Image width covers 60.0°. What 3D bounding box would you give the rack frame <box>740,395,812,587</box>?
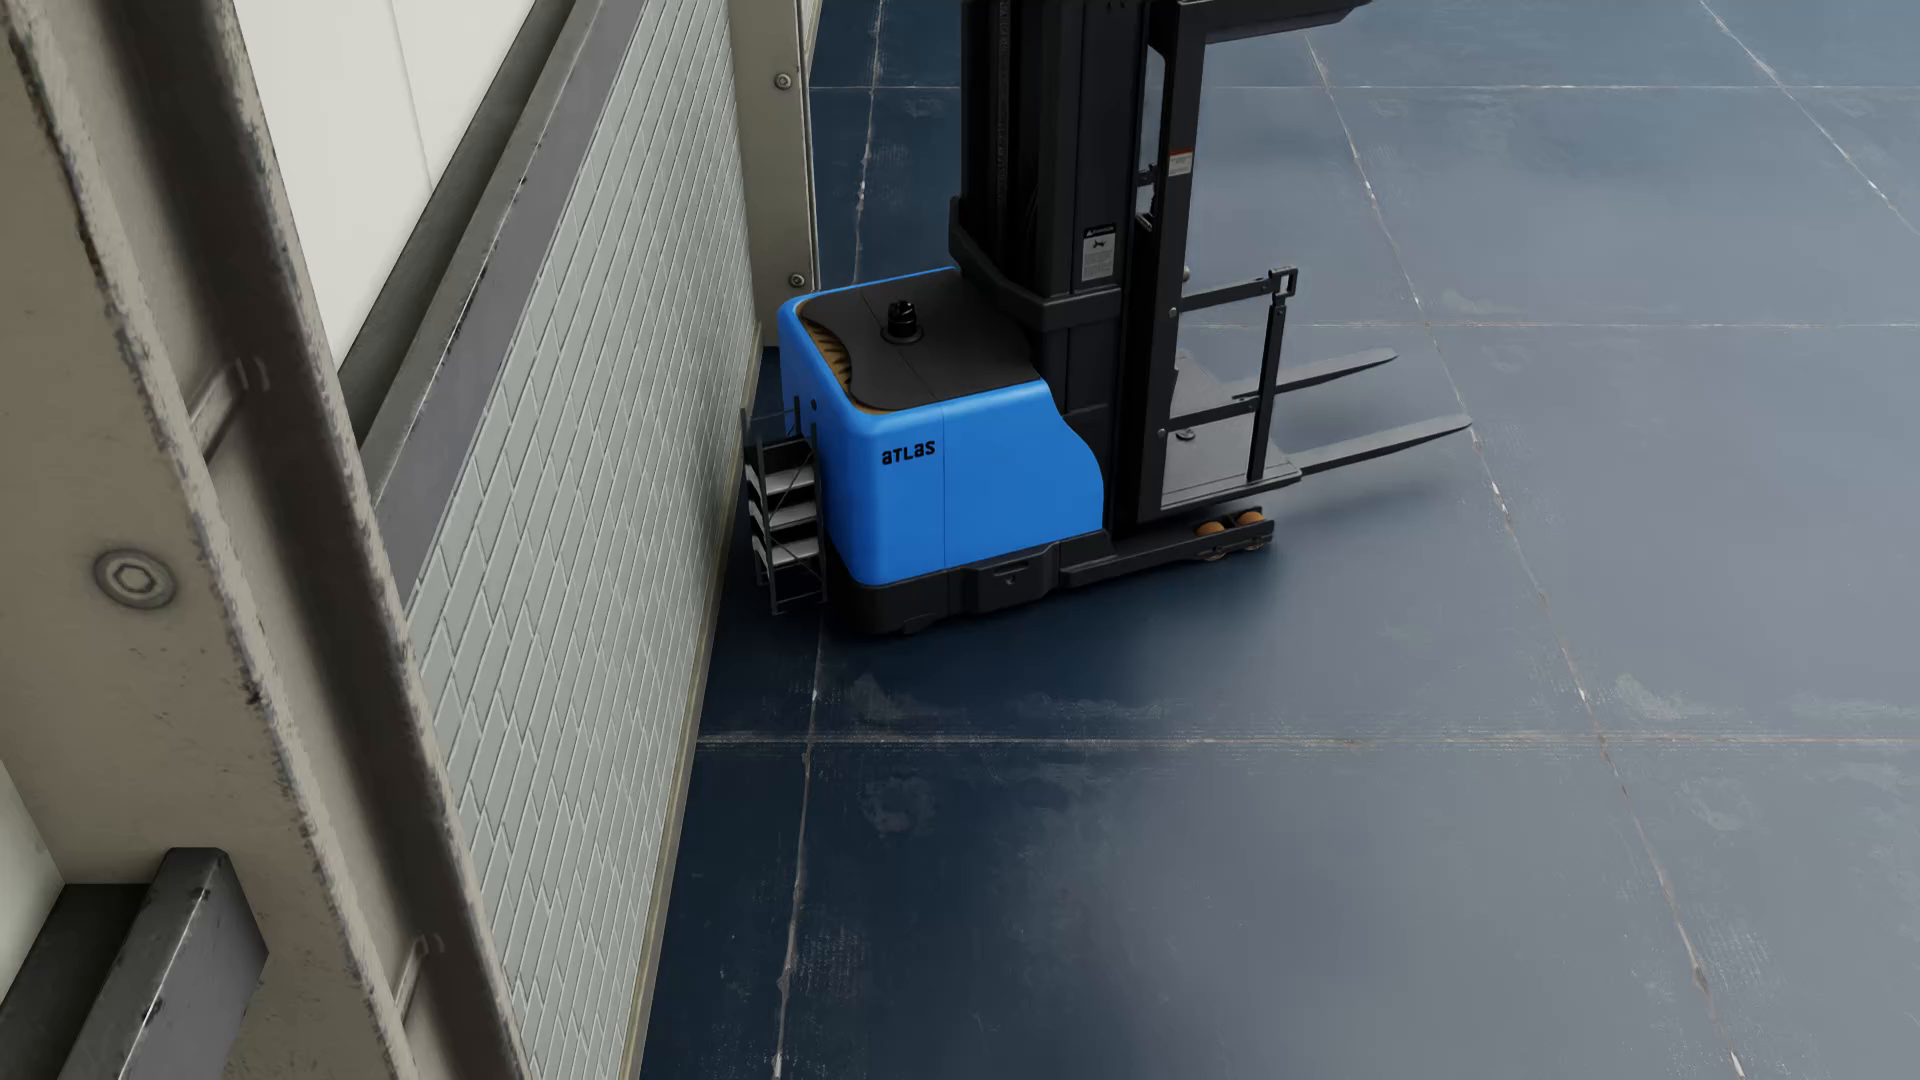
[{"bbox_3d":[-0.743,-0.186,6.762,0.240,0.900,0.006,-15,41,-18],"label":"rack frame"}]

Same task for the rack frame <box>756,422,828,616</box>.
[{"bbox_3d":[-0.663,-0.069,6.616,0.240,0.900,0.006,-15,41,-18],"label":"rack frame"}]

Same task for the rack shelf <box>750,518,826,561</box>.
[{"bbox_3d":[-0.703,-0.031,6.766,0.258,0.077,0.200,-15,41,-18],"label":"rack shelf"}]

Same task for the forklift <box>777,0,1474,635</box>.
[{"bbox_3d":[0.811,-1.347,6.587,3.031,2.935,1.130,-14,41,-17],"label":"forklift"}]

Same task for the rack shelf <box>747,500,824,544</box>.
[{"bbox_3d":[-0.703,-0.101,6.710,0.258,0.077,0.200,-15,41,-18],"label":"rack shelf"}]

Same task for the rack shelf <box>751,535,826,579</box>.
[{"bbox_3d":[-0.703,0.039,6.823,0.258,0.077,0.200,-15,41,-18],"label":"rack shelf"}]

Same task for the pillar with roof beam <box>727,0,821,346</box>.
[{"bbox_3d":[3.419,-4.628,5.830,9.100,9.000,0.400,0,39,0],"label":"pillar with roof beam"}]

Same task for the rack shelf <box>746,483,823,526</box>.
[{"bbox_3d":[-0.703,-0.172,6.654,0.258,0.077,0.200,-15,41,-18],"label":"rack shelf"}]

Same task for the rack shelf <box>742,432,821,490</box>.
[{"bbox_3d":[-0.703,-0.312,6.541,0.258,0.077,0.200,-15,41,-18],"label":"rack shelf"}]

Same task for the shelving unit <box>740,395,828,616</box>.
[{"bbox_3d":[-0.703,-0.127,6.689,0.258,0.900,0.210,-15,41,-18],"label":"shelving unit"}]

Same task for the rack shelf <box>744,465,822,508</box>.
[{"bbox_3d":[-0.703,-0.242,6.598,0.258,0.077,0.200,-15,41,-18],"label":"rack shelf"}]
